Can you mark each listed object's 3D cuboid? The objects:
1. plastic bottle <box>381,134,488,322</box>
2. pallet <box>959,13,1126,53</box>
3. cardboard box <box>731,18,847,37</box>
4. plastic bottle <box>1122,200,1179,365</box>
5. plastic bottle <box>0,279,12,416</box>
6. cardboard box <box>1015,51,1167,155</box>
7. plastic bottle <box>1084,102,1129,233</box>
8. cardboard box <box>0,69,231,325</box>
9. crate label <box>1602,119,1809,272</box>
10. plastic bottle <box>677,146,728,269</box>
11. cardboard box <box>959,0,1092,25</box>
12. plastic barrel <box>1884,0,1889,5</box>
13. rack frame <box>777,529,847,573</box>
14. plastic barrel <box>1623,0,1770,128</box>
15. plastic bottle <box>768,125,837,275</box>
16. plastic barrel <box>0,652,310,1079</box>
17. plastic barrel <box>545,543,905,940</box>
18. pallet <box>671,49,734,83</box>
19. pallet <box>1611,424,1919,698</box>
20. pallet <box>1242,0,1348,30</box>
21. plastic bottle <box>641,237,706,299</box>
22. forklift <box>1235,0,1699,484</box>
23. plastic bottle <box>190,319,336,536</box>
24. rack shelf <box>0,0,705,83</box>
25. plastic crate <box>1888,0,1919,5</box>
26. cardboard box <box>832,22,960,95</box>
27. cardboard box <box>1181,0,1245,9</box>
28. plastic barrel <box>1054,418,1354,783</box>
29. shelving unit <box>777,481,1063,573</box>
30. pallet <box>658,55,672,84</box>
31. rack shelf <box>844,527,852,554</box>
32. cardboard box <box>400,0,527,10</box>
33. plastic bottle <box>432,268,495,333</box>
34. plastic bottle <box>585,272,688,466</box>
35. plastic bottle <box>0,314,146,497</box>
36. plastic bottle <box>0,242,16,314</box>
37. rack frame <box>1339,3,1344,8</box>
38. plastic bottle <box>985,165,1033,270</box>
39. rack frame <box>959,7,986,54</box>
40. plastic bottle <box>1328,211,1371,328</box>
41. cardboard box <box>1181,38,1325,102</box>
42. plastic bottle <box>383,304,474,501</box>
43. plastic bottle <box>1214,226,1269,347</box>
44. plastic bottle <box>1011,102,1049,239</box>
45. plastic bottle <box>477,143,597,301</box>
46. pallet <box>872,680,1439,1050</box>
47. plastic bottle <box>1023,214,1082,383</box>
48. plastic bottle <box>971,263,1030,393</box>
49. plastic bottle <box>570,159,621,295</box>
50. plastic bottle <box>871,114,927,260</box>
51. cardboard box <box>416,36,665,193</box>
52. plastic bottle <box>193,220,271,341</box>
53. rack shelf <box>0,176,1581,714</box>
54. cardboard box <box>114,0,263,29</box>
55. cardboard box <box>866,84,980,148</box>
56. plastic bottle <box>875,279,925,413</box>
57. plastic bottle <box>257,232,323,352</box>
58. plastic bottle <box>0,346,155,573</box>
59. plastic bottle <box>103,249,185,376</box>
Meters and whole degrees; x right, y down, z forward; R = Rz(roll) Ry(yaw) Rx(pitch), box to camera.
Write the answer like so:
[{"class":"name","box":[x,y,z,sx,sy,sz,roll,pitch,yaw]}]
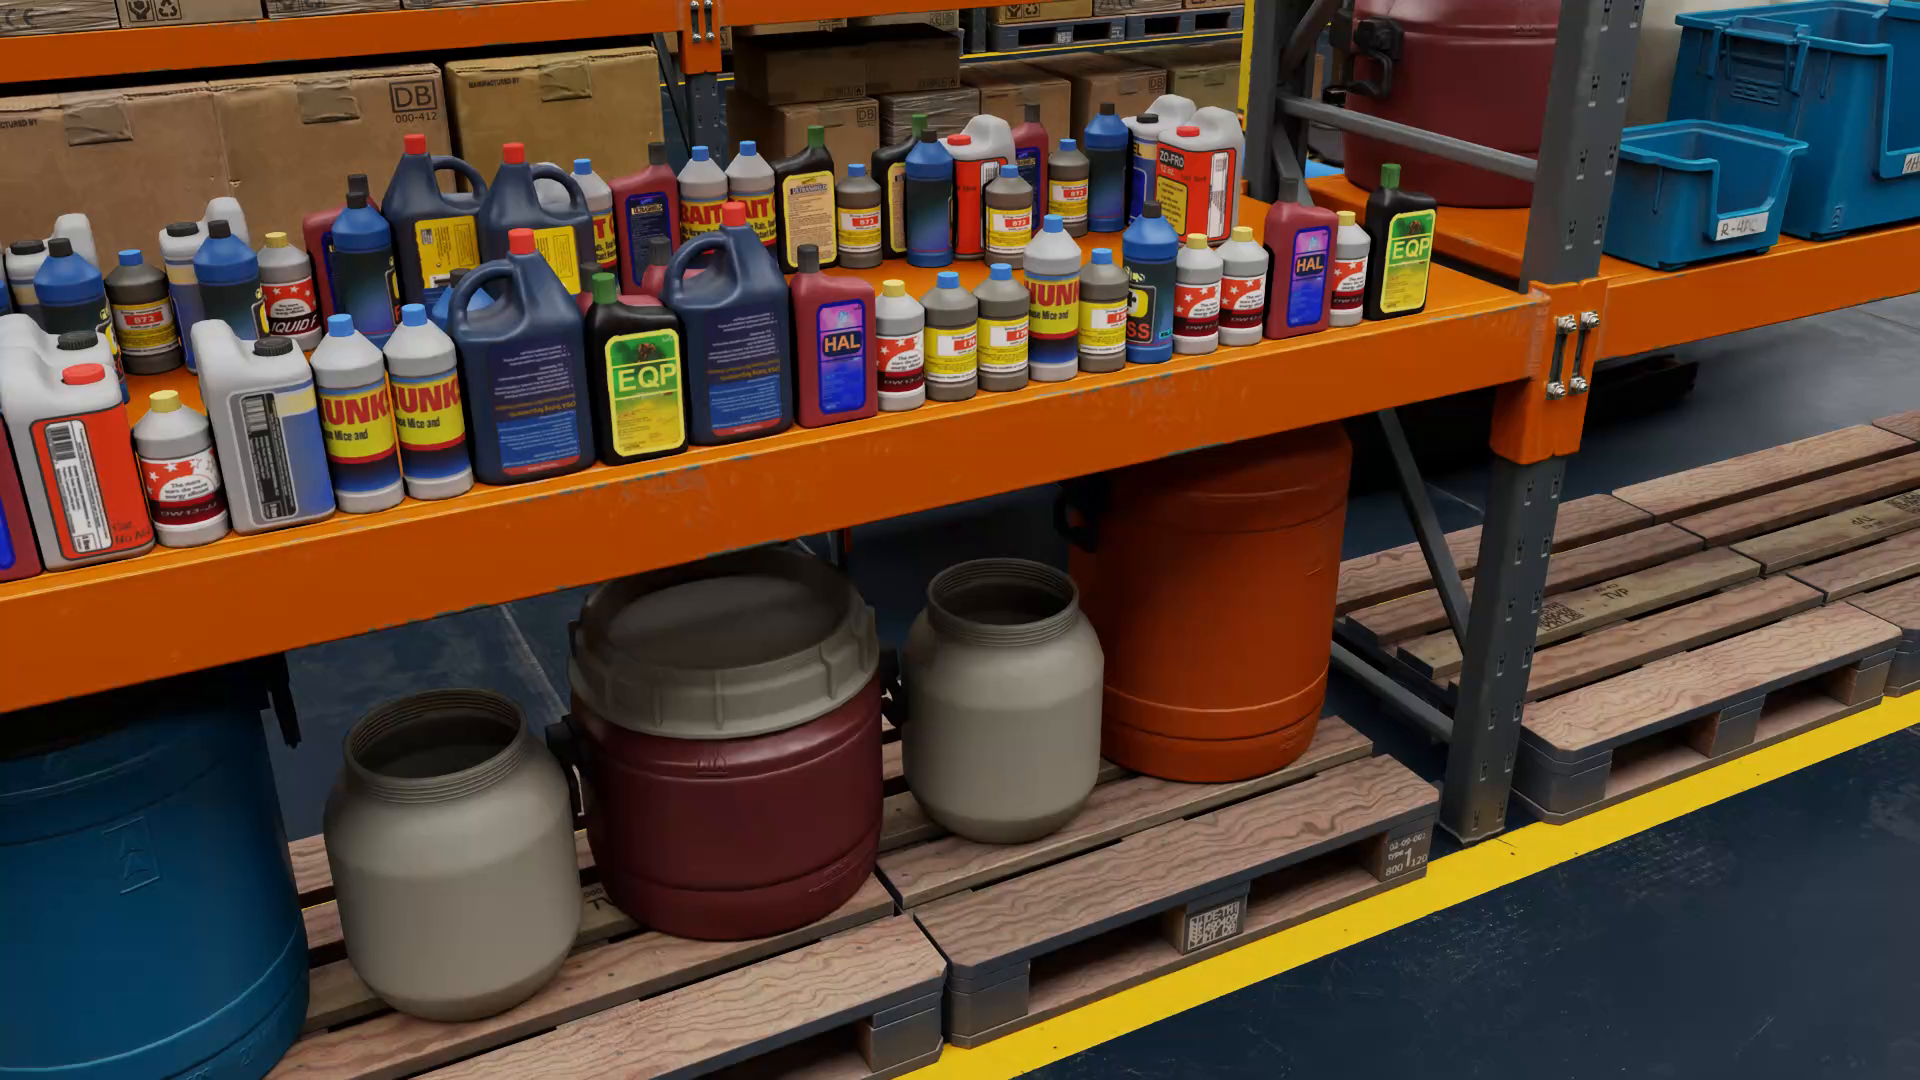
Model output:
[{"class":"plastic bottle","box":[-0.934,-0.553,2.993,0.185,0.351,0.144,-13,29,-25]},{"class":"pallet","box":[0.628,-4.342,14.050,1.213,0.211,1.003,-13,29,-25]},{"class":"cardboard box","box":[-1.438,-4.294,12.842,0.750,0.750,1.050,-13,29,-25]},{"class":"plastic bottle","box":[0.325,-0.447,2.864,0.097,0.271,0.097,0,26,0]},{"class":"plastic bottle","box":[-1.525,-0.318,2.595,0.097,0.271,0.097,0,26,0]},{"class":"cardboard box","box":[0.690,-2.310,8.976,0.500,0.500,0.700,-16,30,-29]},{"class":"plastic bottle","box":[0.317,-0.818,3.636,0.097,0.271,0.097,0,26,0]},{"class":"cardboard box","box":[-3.550,-1.482,6.841,0.875,0.875,1.225,-14,29,-27]},{"class":"crate label","box":[1.515,-0.721,3.479,0.416,0.233,0.303,-13,29,-25]},{"class":"plastic bottle","box":[-0.498,-0.629,3.244,0.097,0.271,0.097,0,26,0]},{"class":"cardboard box","box":[0.508,-4.807,13.767,0.875,0.875,0.875,-13,28,-24]},{"class":"plastic barrel","box":[2.519,-1.381,4.503,0.433,0.535,0.433,0,26,0]},{"class":"rack frame","box":[-0.454,-0.402,4.788,0.032,1.125,0.500,-13,29,-25]},{"class":"plastic barrel","box":[1.774,-1.195,4.144,0.421,0.512,0.421,0,26,0]},{"class":"plastic bottle","box":[-0.319,-0.685,3.346,0.133,0.283,0.061,-13,29,-25]},{"class":"plastic barrel","box":[-1.450,0.469,2.746,0.708,0.901,0.600,-13,29,-25]},{"class":"plastic barrel","box":[-0.454,0.381,3.293,0.708,0.588,0.600,-13,29,-25]},{"class":"pallet","box":[-1.803,-3.781,12.882,1.213,0.211,1.003,-13,29,-25]},{"class":"pallet","box":[2.743,0.014,4.977,1.213,0.211,1.003,-13,29,-25]},{"class":"pallet","box":[2.781,-4.839,15.086,1.213,0.211,1.003,-13,29,-25]},{"class":"plastic bottle","box":[-0.429,-0.340,2.628,0.133,0.283,0.061,-13,29,-25]},{"class":"forklift","box":[2.205,-1.978,5.983,3.031,2.935,1.130,-15,30,-29]},{"class":"plastic bottle","box":[-0.954,-0.167,2.276,0.135,0.276,0.152,-13,29,-25]},{"class":"rack shelf","box":[-3.129,-2.013,6.809,4.000,0.370,1.077,-13,29,-25]},{"class":"plastic crate","box":[2.536,-1.094,3.990,0.583,0.464,0.402,-13,29,-25]},{"class":"cardboard box","box":[-0.324,-2.414,8.326,0.500,0.250,0.500,-10,27,-19]},{"class":"cardboard box","box":[2.107,-5.177,14.537,0.875,0.875,0.875,-13,29,-26]},{"class":"plastic barrel","box":[0.543,0.042,3.720,0.708,0.830,0.600,-13,29,-25]},{"class":"shelving unit","box":[-0.006,-0.506,5.004,1.048,1.125,0.538,-13,29,-25]},{"class":"pallet","box":[-2.878,-3.535,12.368,1.213,0.211,1.003,-13,29,-25]},{"class":"rack shelf","box":[-0.006,-0.285,5.109,1.000,0.278,0.538,-13,29,-25]},{"class":"cardboard box","box":[-2.126,-2.496,6.867,0.500,0.500,0.500,-13,29,-26]},{"class":"plastic bottle","box":[-0.734,-0.273,2.502,0.097,0.271,0.097,0,26,0]},{"class":"plastic bottle","box":[-0.479,-0.258,2.456,0.133,0.283,0.061,-13,29,-25]},{"class":"plastic bottle","box":[-1.230,-0.178,2.299,0.135,0.276,0.152,-13,29,-25]},{"class":"plastic bottle","box":[-1.600,-0.364,2.685,0.135,0.276,0.152,-13,29,-25]},{"class":"rack frame","box":[2.165,-3.560,9.198,0.127,3.000,1.000,-13,29,-25]},{"class":"plastic bottle","box":[0.099,-0.661,3.391,0.097,0.201,0.097,0,26,0]},{"class":"rack frame","box":[-0.079,-5.474,13.187,0.127,3.000,1.000,-13,29,-25]},{"class":"plastic bottle","box":[0.700,-0.502,3.059,0.097,0.201,0.097,0,26,0]},{"class":"cardboard box","box":[1.613,-2.514,9.401,0.500,0.500,0.700,-15,30,-29]},{"class":"plastic bottle","box":[-0.752,-0.198,2.346,0.097,0.271,0.097,0,26,0]},{"class":"plastic bottle","box":[0.496,-0.455,2.962,0.097,0.201,0.097,0,26,0]},{"class":"plastic bottle","box":[0.121,-0.787,3.557,0.133,0.283,0.061,-13,29,-25]},{"class":"plastic bottle","box":[-0.744,-0.522,2.929,0.185,0.351,0.144,-13,29,-25]},{"class":"pallet","box":[0.290,0.580,3.798,1.213,0.211,1.003,-13,29,-25]},{"class":"plastic bottle","box":[0.153,-0.407,2.781,0.097,0.271,0.097,0,26,0]},{"class":"plastic bottle","box":[0.067,-0.356,2.755,0.097,0.201,0.097,0,26,0]},{"class":"plastic bottle","box":[-0.702,-0.582,3.146,0.097,0.271,0.097,0,26,0]},{"class":"plastic bottle","box":[-0.115,-0.732,3.444,0.133,0.283,0.061,-13,29,-25]},{"class":"cardboard box","box":[-1.983,-1.844,7.594,0.875,0.875,1.225,-14,29,-27]},{"class":"plastic bottle","box":[-1.201,-0.392,2.750,0.097,0.271,0.097,0,26,0]},{"class":"rack shelf","box":[-0.798,-0.122,2.869,4.000,0.370,1.077,-13,29,-25]},{"class":"cardboard box","box":[-3.032,-2.285,6.429,0.500,0.500,0.500,-12,28,-24]},{"class":"cardboard box","box":[-0.299,-2.078,8.493,0.500,0.500,0.700,-16,30,-29]},{"class":"plastic bottle","box":[-0.105,-0.316,2.672,0.097,0.201,0.097,0,26,0]},{"class":"plastic bottle","box":[-1.187,-0.439,2.928,0.097,0.201,0.097,0,26,0]},{"class":"plastic bottle","box":[-1.158,-0.120,2.178,0.135,0.276,0.152,-13,29,-25]},{"class":"plastic bottle","box":[-1.392,-0.391,2.829,0.097,0.201,0.097,0,26,0]}]
